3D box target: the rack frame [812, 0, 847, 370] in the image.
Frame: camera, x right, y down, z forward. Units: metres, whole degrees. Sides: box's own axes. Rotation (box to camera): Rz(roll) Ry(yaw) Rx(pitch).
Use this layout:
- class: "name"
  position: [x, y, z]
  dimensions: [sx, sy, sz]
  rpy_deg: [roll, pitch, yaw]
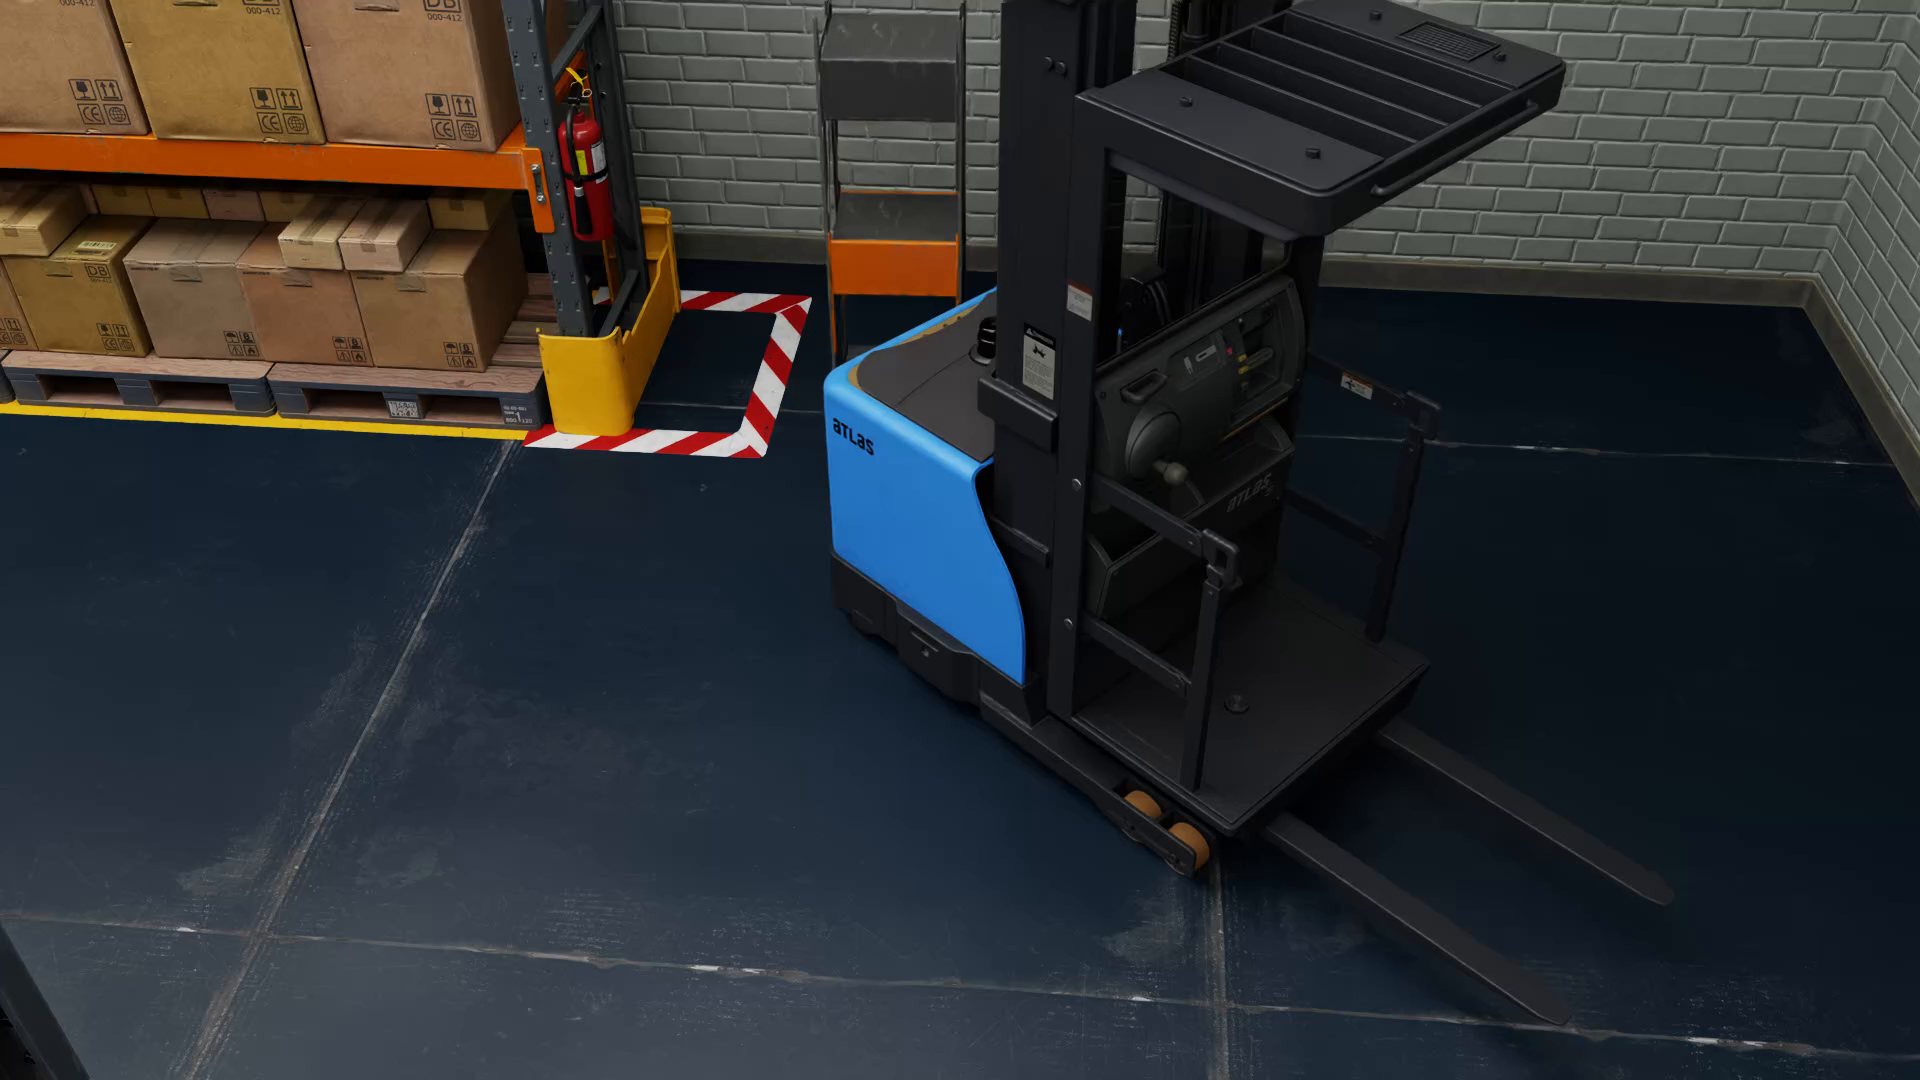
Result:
- class: "rack frame"
  position: [-0.481, -1.058, 6.387]
  dimensions: [0.015, 2.100, 0.400]
  rpy_deg: [1, 39, 2]

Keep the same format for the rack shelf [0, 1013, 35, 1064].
- class: "rack shelf"
  position: [-4.022, 1.292, 3.356]
  dimensions: [4.000, 0.370, 1.077]
  rpy_deg: [3, 39, 4]

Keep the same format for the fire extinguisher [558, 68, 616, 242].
- class: "fire extinguisher"
  position: [-1.495, -1.520, 6.598]
  dimensions: [0.183, 0.674, 0.296]
  rpy_deg: [3, 39, 4]

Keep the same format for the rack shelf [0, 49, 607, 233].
- class: "rack shelf"
  position: [-3.598, -1.823, 7.184]
  dimensions: [4.000, 0.370, 1.077]
  rpy_deg: [3, 39, 4]

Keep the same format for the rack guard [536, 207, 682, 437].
- class: "rack guard"
  position: [-1.582, -1.023, 7.610]
  dimensions: [0.348, 0.500, 1.175]
  rpy_deg: [3, 39, 4]

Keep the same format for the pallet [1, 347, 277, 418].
- class: "pallet"
  position: [-3.621, -0.974, 7.780]
  dimensions: [1.213, 0.211, 1.003]
  rpy_deg: [3, 39, 4]

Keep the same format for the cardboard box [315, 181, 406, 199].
- class: "cardboard box"
  position: [-2.674, -1.560, 7.424]
  dimensions: [0.250, 0.149, 0.380]
  rpy_deg: [3, 39, 4]

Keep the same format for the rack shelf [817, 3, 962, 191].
- class: "rack shelf"
  position: [-0.237, -1.585, 5.946]
  dimensions: [0.480, 0.518, 0.431]
  rpy_deg: [1, 39, 2]

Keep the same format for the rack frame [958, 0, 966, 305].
- class: "rack frame"
  position: [0.007, -1.046, 6.372]
  dimensions: [0.015, 2.100, 0.400]
  rpy_deg: [1, 39, 2]

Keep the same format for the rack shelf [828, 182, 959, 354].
- class: "rack shelf"
  position: [-0.237, -1.042, 6.388]
  dimensions: [0.480, 0.518, 0.431]
  rpy_deg: [1, 39, 2]

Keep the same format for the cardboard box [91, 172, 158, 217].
- class: "cardboard box"
  position: [-3.685, -1.615, 7.491]
  dimensions: [0.250, 0.149, 0.380]
  rpy_deg: [2, 39, 3]

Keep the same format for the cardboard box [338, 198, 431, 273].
- class: "cardboard box"
  position: [-2.455, -1.306, 7.112]
  dimensions: [0.250, 0.149, 0.380]
  rpy_deg: [3, 39, 3]

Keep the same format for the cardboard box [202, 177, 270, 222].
- class: "cardboard box"
  position: [-3.177, -1.587, 7.457]
  dimensions: [0.250, 0.149, 0.380]
  rpy_deg: [4, 39, 4]

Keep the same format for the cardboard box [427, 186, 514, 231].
- class: "cardboard box"
  position: [-2.170, -1.533, 7.390]
  dimensions: [0.250, 0.149, 0.380]
  rpy_deg: [3, 39, 4]

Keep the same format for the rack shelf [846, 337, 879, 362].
- class: "rack shelf"
  position: [-0.237, -0.499, 6.830]
  dimensions: [0.480, 0.518, 0.431]
  rpy_deg: [1, 39, 2]

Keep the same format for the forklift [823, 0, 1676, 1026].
- class: "forklift"
  position: [0.892, -0.421, 4.946]
  dimensions: [1.130, 2.935, 3.031]
  rpy_deg: [-31, 49, -33]

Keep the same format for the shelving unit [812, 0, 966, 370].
- class: "shelving unit"
  position: [-0.237, -1.052, 6.379]
  dimensions: [0.503, 2.100, 0.431]
  rpy_deg: [1, 39, 2]

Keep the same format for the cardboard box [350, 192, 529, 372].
- class: "cardboard box"
  position: [-2.311, -1.162, 7.449]
  dimensions: [0.500, 0.500, 0.700]
  rpy_deg: [3, 39, 4]

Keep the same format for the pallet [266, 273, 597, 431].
- class: "pallet"
  position: [-2.409, -0.906, 7.696]
  dimensions: [1.213, 0.211, 1.003]
  rpy_deg: [3, 39, 4]

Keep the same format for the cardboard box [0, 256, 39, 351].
- class: "cardboard box"
  position: [-4.354, -1.270, 7.582]
  dimensions: [0.500, 0.500, 0.700]
  rpy_deg: [3, 39, 3]

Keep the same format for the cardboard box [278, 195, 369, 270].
- class: "cardboard box"
  position: [-2.710, -1.319, 7.128]
  dimensions: [0.250, 0.149, 0.380]
  rpy_deg: [4, 39, 5]

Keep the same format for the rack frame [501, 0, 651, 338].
- class: "rack frame"
  position: [-1.605, -1.993, 6.823]
  dimensions: [0.127, 3.000, 1.000]
  rpy_deg: [3, 39, 4]

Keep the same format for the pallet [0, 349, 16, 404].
- class: "pallet"
  position: [-4.840, -1.039, 7.859]
  dimensions: [1.213, 0.211, 1.003]
  rpy_deg: [3, 39, 4]

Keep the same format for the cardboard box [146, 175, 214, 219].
- class: "cardboard box"
  position: [-3.433, -1.600, 7.474]
  dimensions: [0.250, 0.149, 0.380]
  rpy_deg: [4, 39, 4]

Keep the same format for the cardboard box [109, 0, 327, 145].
- class: "cardboard box"
  position: [-2.840, -2.164, 6.795]
  dimensions: [0.700, 0.700, 0.980]
  rpy_deg: [3, 39, 3]

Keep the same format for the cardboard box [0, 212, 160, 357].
- class: "cardboard box"
  position: [-3.843, -1.241, 7.546]
  dimensions: [0.500, 0.500, 0.700]
  rpy_deg: [4, 39, 5]

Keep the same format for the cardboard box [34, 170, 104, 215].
- class: "cardboard box"
  position: [-3.942, -1.628, 7.508]
  dimensions: [0.250, 0.149, 0.380]
  rpy_deg: [4, 39, 4]

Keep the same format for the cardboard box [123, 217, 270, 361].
- class: "cardboard box"
  position: [-3.311, -1.216, 7.515]
  dimensions: [0.500, 0.500, 0.700]
  rpy_deg: [2, 39, 2]

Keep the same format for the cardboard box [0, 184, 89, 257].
- class: "cardboard box"
  position: [-4.009, -1.389, 7.214]
  dimensions: [0.250, 0.149, 0.380]
  rpy_deg: [2, 39, 3]

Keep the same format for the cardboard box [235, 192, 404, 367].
- class: "cardboard box"
  position: [-2.810, -1.189, 7.482]
  dimensions: [0.500, 0.500, 0.700]
  rpy_deg: [3, 39, 4]

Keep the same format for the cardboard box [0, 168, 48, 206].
- class: "cardboard box"
  position: [-4.194, -1.642, 7.525]
  dimensions: [0.250, 0.149, 0.380]
  rpy_deg: [2, 39, 2]

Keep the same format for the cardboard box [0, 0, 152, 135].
- class: "cardboard box"
  position: [-3.599, -2.211, 6.853]
  dimensions: [0.700, 0.700, 0.980]
  rpy_deg: [1, 39, 2]

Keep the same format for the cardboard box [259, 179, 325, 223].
- class: "cardboard box"
  position: [-2.924, -1.574, 7.441]
  dimensions: [0.250, 0.149, 0.380]
  rpy_deg: [3, 39, 4]

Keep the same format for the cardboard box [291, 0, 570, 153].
- class: "cardboard box"
  position: [-2.114, -2.131, 6.755]
  dimensions: [0.700, 0.700, 0.980]
  rpy_deg: [5, 39, 6]
